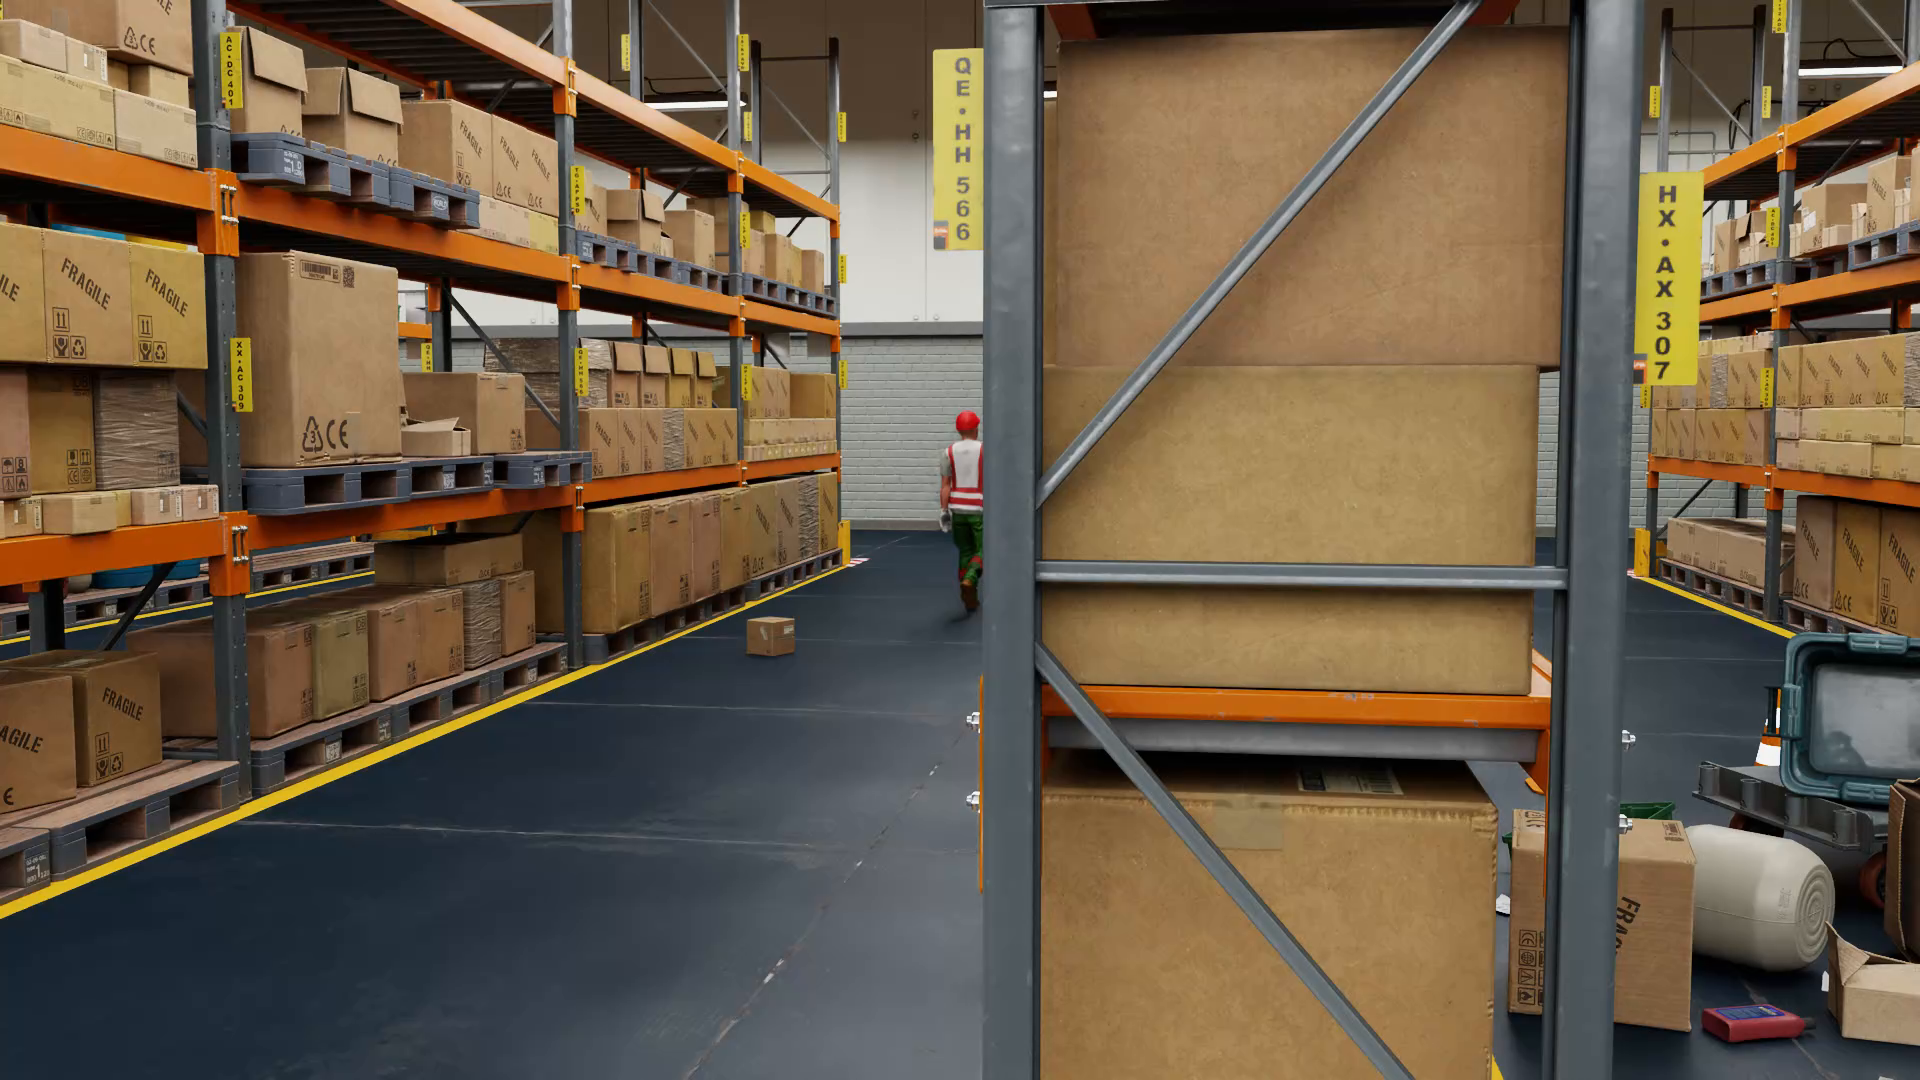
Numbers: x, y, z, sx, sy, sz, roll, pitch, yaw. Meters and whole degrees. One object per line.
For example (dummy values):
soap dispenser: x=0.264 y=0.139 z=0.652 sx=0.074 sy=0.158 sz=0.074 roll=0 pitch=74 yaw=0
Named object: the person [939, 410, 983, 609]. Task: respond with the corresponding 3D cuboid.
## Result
person: x=0.096 y=-0.255 z=14.622 sx=0.560 sy=1.768 sz=0.838 roll=1 pitch=5 yaw=16
